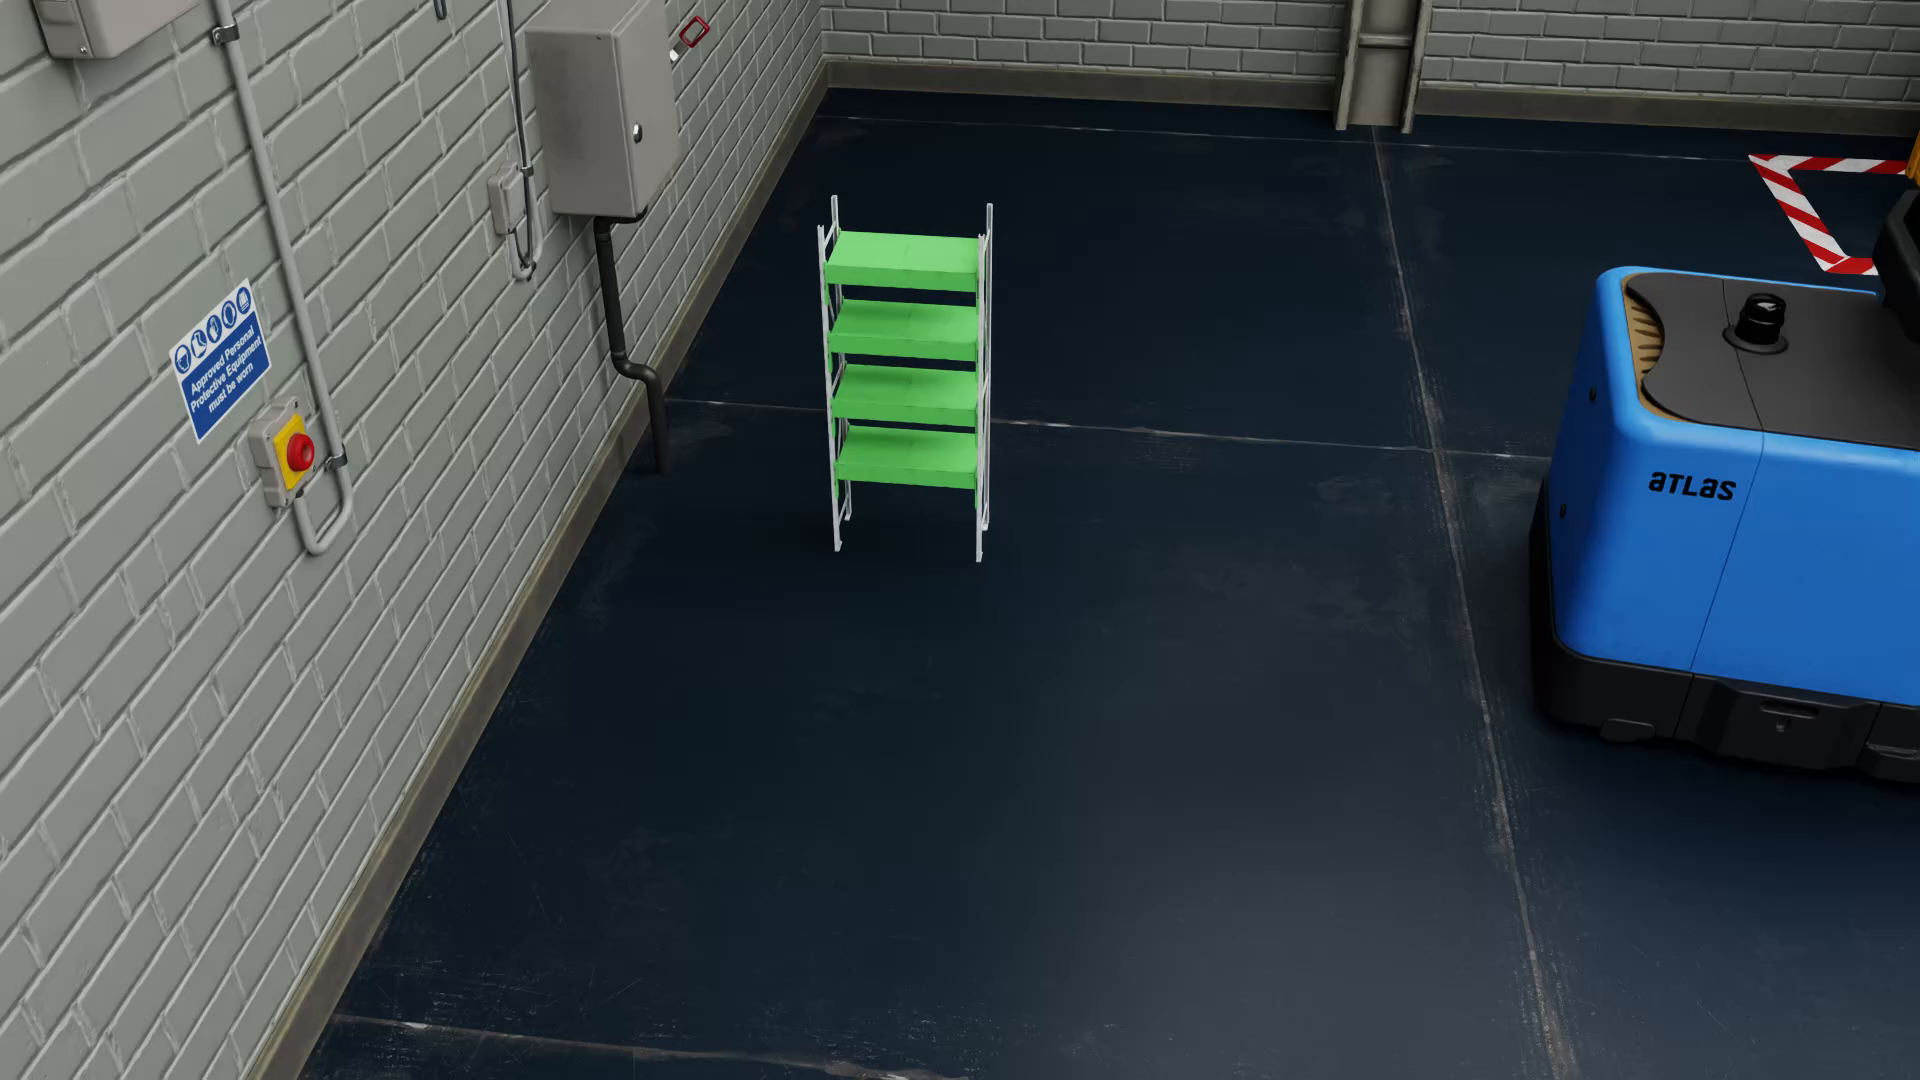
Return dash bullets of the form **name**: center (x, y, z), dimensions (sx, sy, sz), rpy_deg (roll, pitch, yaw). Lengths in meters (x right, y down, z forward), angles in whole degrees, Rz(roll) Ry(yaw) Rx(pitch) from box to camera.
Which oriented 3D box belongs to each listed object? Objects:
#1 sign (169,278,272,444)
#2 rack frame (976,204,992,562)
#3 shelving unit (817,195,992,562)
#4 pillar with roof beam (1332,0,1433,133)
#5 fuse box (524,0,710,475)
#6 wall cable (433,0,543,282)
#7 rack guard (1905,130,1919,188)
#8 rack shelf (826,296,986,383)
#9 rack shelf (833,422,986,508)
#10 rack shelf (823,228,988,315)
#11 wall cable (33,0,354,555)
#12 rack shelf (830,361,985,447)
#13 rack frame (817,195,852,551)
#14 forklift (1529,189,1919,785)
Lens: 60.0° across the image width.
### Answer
- **sign**: center (-1.534, -0.376, 3.462), dimensions (0.001, 0.218, 0.327), rpy_deg (4, 36, 6)
- **rack frame**: center (0.078, -0.483, 5.393), dimensions (0.015, 1.200, 0.240), rpy_deg (4, 36, 6)
- **shelving unit**: center (-0.164, -0.501, 5.419), dimensions (0.503, 1.200, 0.258), rpy_deg (4, 36, 6)
- **pillar with roof beam**: center (1.649, -3.426, 2.804), dimensions (0.400, 9.000, 9.100), rpy_deg (4, 36, 6)
- **fuse box**: center (-1.055, -0.964, 5.628), dimensions (0.414, 1.711, 0.539), rpy_deg (4, 36, 6)
- **wall cable**: center (-1.298, -1.521, 4.424), dimensions (0.122, 1.984, 0.588), rpy_deg (4, 36, 6)
- **rack guard**: center (4.833, -1.723, 7.733), dimensions (0.348, 0.500, 1.175), rpy_deg (4, 36, 6)
- **rack shelf**: center (-0.164, -0.644, 5.316), dimensions (0.480, 0.148, 0.258), rpy_deg (4, 36, 6)
- **rack shelf**: center (-0.164, -0.253, 5.595), dimensions (0.480, 0.148, 0.258), rpy_deg (4, 36, 6)
- **rack shelf**: center (-0.164, -0.839, 5.177), dimensions (0.480, 0.148, 0.258), rpy_deg (4, 36, 6)
- **wall cable**: center (-1.467, -0.715, 3.269), dimensions (0.123, 1.953, 0.585), rpy_deg (4, 36, 6)
- **rack shelf**: center (-0.164, -0.449, 5.456), dimensions (0.480, 0.148, 0.258), rpy_deg (4, 36, 6)
- **rack frame**: center (-0.406, -0.519, 5.444), dimensions (0.015, 1.200, 0.240), rpy_deg (4, 36, 6)
- **forklift**: center (3.294, -0.690, 4.194), dimensions (3.031, 2.935, 1.130), rpy_deg (8, 36, 12)
